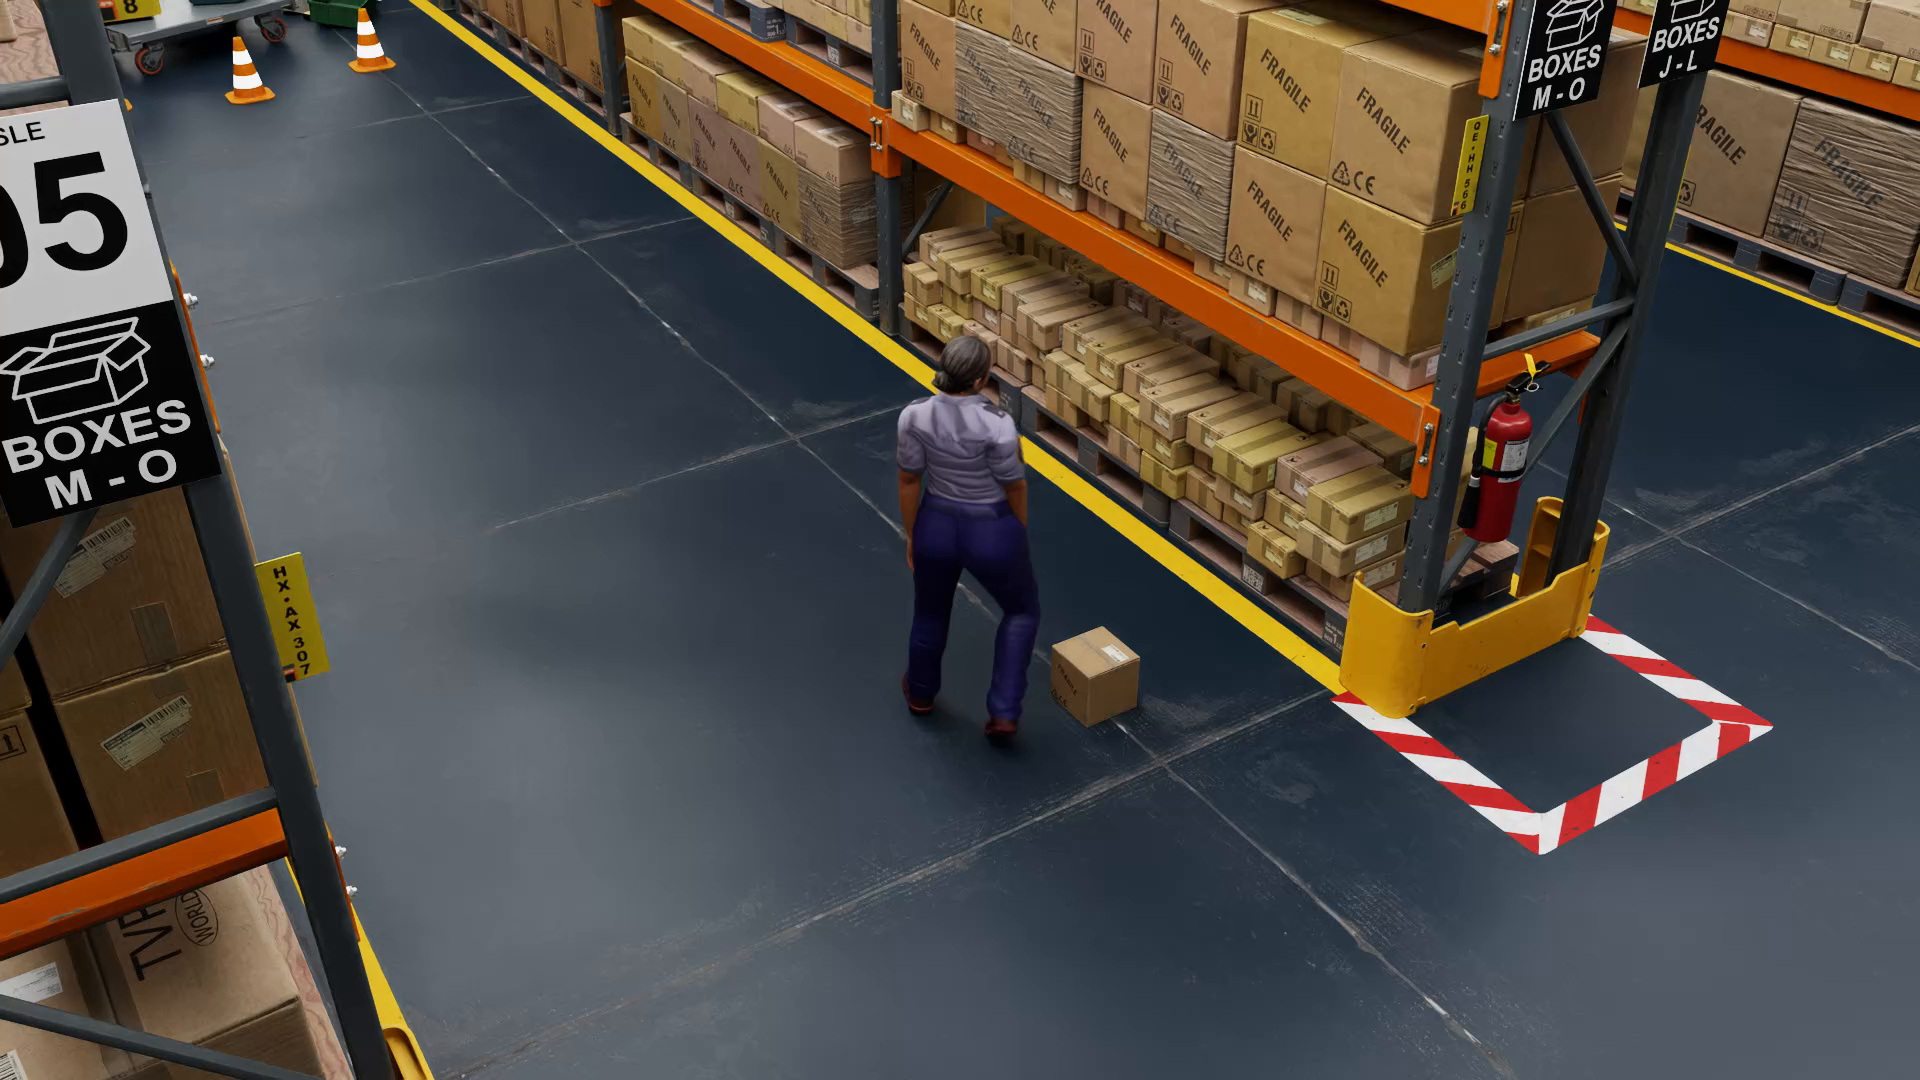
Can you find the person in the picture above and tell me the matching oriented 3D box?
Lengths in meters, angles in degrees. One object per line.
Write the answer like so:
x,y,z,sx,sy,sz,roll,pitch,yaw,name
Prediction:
0.000,0.006,6.112,0.597,1.657,0.430,12,35,17,person
